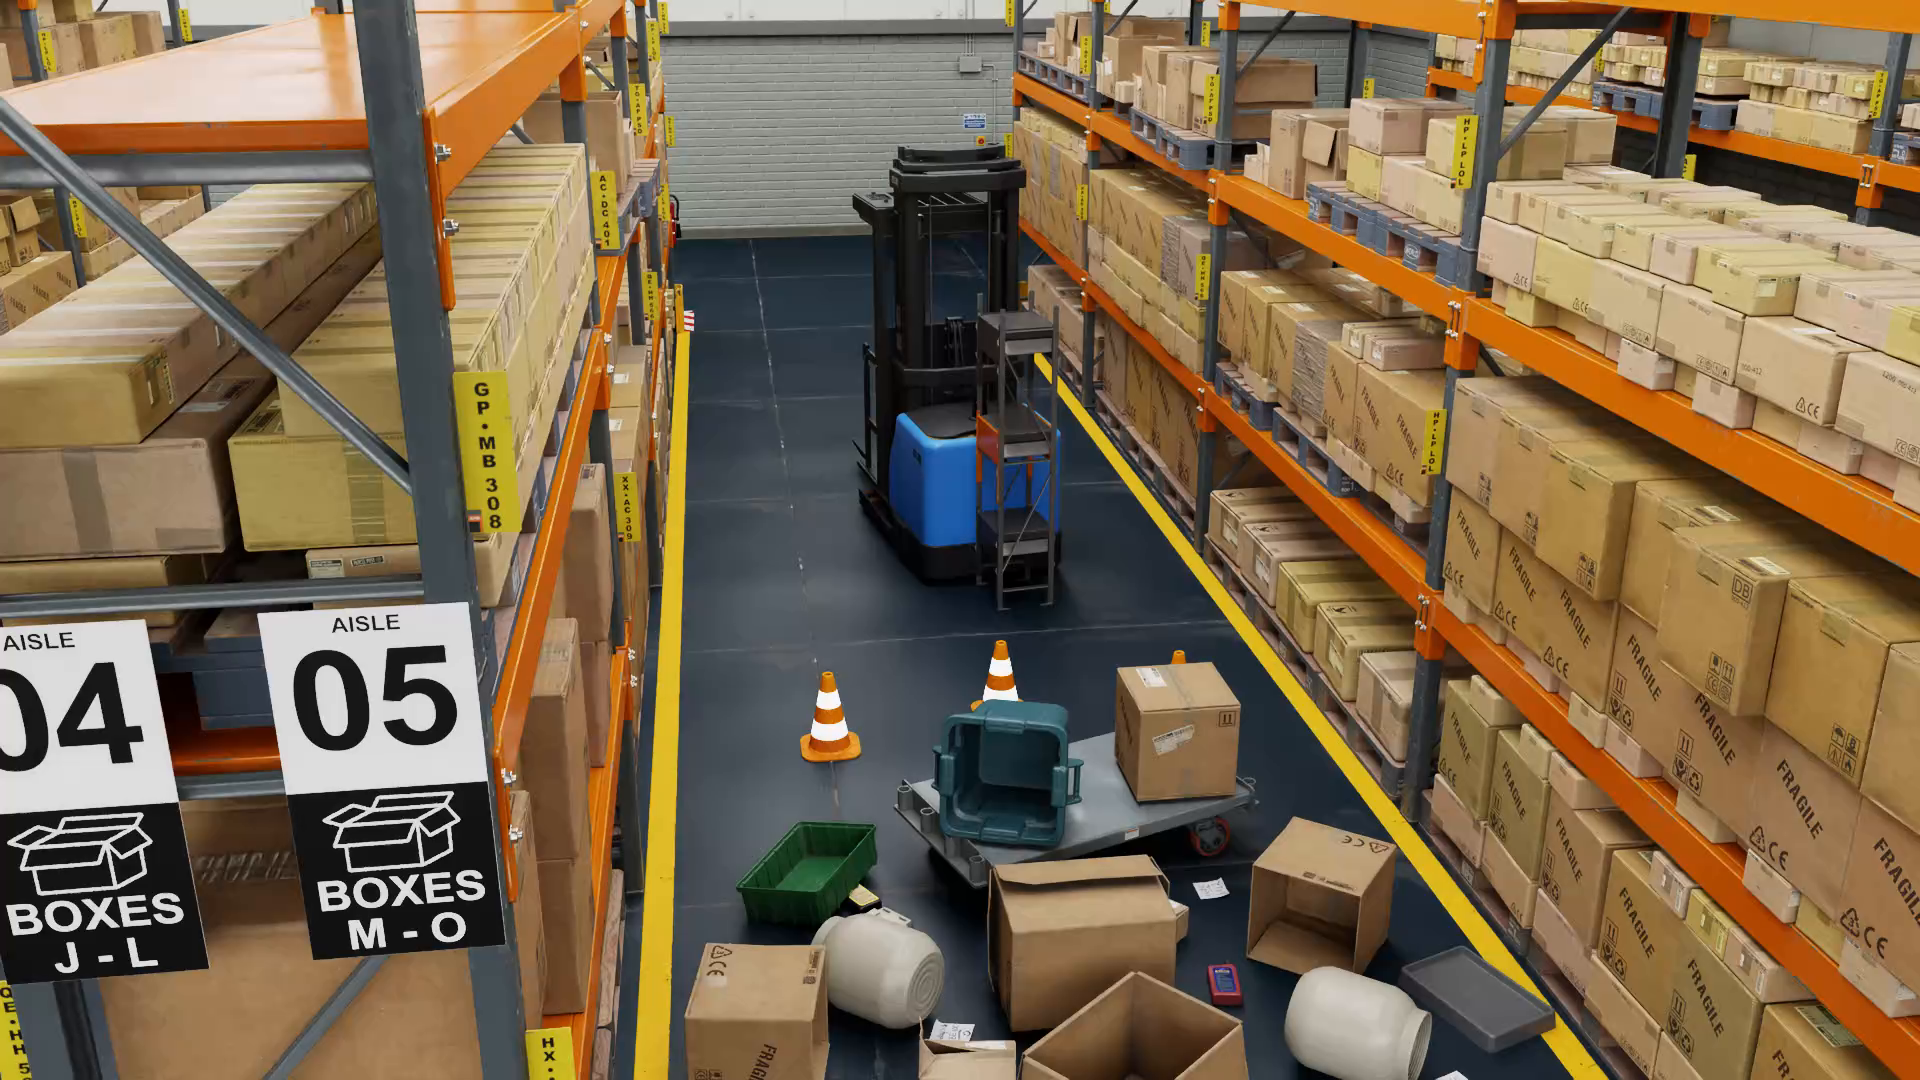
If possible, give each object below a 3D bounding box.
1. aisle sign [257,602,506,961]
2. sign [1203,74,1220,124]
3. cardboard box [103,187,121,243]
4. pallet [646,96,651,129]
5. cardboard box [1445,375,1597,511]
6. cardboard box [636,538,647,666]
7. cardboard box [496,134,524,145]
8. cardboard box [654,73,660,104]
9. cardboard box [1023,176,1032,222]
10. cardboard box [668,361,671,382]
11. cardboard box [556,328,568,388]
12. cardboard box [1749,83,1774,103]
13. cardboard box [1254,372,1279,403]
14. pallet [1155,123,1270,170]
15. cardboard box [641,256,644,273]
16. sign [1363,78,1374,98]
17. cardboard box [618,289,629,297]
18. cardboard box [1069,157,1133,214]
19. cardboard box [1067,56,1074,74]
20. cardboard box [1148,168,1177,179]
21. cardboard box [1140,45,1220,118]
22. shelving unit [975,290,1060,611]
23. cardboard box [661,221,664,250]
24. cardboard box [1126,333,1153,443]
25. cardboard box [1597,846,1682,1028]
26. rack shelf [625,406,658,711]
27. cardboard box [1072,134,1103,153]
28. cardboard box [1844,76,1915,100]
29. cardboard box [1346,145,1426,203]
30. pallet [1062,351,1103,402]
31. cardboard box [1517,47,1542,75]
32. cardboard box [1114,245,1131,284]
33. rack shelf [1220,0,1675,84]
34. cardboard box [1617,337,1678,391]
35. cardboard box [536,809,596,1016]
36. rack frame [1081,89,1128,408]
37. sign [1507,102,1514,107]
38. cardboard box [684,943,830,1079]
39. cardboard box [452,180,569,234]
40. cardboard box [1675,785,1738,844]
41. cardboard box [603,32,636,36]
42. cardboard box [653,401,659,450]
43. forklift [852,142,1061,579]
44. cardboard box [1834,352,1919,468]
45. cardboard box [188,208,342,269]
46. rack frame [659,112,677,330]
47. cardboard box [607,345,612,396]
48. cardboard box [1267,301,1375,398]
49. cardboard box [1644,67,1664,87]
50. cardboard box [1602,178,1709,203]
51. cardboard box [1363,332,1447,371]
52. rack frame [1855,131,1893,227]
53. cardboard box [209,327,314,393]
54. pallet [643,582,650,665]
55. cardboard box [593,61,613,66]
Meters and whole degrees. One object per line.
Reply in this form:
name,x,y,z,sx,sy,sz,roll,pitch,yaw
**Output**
aisle sign,-1.160,0.501,3.372,0.394,0.787,0.004,-3,21,-8
sign,1.713,-3.004,11.334,0.100,0.325,0.005,-3,21,-8
cardboard box,-7.999,-3.000,15.179,0.500,0.500,0.500,-3,21,-8
pallet,-3.213,-3.543,13.897,1.213,0.211,1.003,-3,21,-8
cardboard box,2.689,-0.451,7.640,0.700,0.500,0.500,-3,21,-8
cardboard box,-2.492,0.315,10.201,1.050,0.750,0.750,-3,21,-7
cardboard box,-2.587,-2.054,9.027,0.500,0.311,0.500,-3,21,-9
cardboard box,-3.139,-4.308,15.891,0.500,0.250,0.500,-2,21,-5
cardboard box,0.996,-3.807,18.480,0.500,0.500,0.500,-3,21,-9
cardboard box,-2.932,-1.587,15.728,0.380,0.149,0.250,-2,21,-5
cardboard box,-1.454,-0.568,5.279,0.380,0.149,0.250,-3,21,-8
cardboard box,6.726,-3.676,13.628,0.380,0.149,0.250,-2,21,-6
cardboard box,2.147,-1.009,10.890,0.380,0.149,0.250,-3,21,-7
pallet,2.118,-2.882,12.128,1.213,0.211,1.003,-2,21,-5
cardboard box,-2.828,-2.264,13.825,0.380,0.149,0.250,-4,21,-10
sign,2.801,-3.019,11.486,0.100,0.325,0.005,-3,21,-8
cardboard box,-2.537,-1.681,11.838,0.380,0.149,0.250,-3,21,-9
cardboard box,1.346,-3.395,15.946,0.500,0.500,0.500,-3,21,-8
cardboard box,1.240,-4.557,15.960,0.380,0.149,0.250,-2,21,-6
cardboard box,2.000,-3.103,15.165,0.500,0.500,0.500,-2,21,-6
cardboard box,1.722,-3.589,13.009,0.500,0.500,0.500,-3,21,-7
shelving unit,0.379,-0.600,11.320,0.431,2.100,0.503,-6,21,-16
cardboard box,-3.097,-2.987,15.857,0.500,0.500,0.500,-3,21,-8
cardboard box,1.993,-1.408,14.636,0.875,0.875,0.875,-2,21,-6
cardboard box,2.899,1.545,6.550,0.500,0.500,0.500,-3,21,-9
rack shelf,-2.332,-0.031,9.540,1.077,0.370,4.000,-3,21,-8
cardboard box,1.316,-3.910,16.398,0.380,0.149,0.250,-3,21,-8
cardboard box,6.832,-3.362,12.362,0.380,0.149,0.250,-2,21,-6
cardboard box,2.472,-2.039,9.214,0.500,0.250,0.500,-3,21,-7
pallet,1.655,-1.691,16.941,1.003,0.211,1.213,-3,21,-8
cardboard box,6.133,-4.968,17.231,0.500,0.250,0.500,-2,21,-7
cardboard box,1.621,-2.372,14.280,0.500,0.250,0.500,-3,21,-7
rack shelf,2.552,-2.938,9.322,1.077,0.370,4.000,-3,21,-8
cardboard box,2.741,-0.676,6.312,0.380,0.149,0.250,-3,21,-9
cardboard box,-1.623,1.124,5.206,0.875,0.550,0.550,-3,21,-8
rack frame,1.687,-2.730,15.738,1.000,3.000,0.127,-3,21,-8
sign,6.574,-5.078,19.918,0.100,0.325,0.005,-3,21,-8
cardboard box,-0.804,1.980,6.696,0.500,0.500,0.500,1,20,2
cardboard box,-1.529,-1.119,5.613,0.380,0.149,0.250,-3,21,-8
cardboard box,2.897,0.985,6.152,0.380,0.149,0.250,-3,21,-8
cardboard box,-3.148,-4.675,15.588,0.380,0.149,0.250,-4,21,-9
cardboard box,-2.553,-0.864,12.643,0.500,0.250,0.500,-3,21,-8
forklift,-0.178,-1.582,12.762,1.130,2.935,3.031,-6,21,-16
cardboard box,3.018,-0.388,4.970,0.500,0.250,0.500,-3,21,-8
cardboard box,-2.108,-0.910,5.055,0.380,0.149,0.250,-3,21,-8
rack frame,-3.774,-3.830,18.684,1.000,3.000,0.127,-3,21,-8
cardboard box,-2.415,-1.067,9.714,0.700,0.500,0.500,-3,21,-9
cardboard box,2.265,-1.197,10.465,0.500,0.500,0.500,-3,21,-7
cardboard box,6.336,-4.123,14.797,0.380,0.149,0.250,-3,21,-7
cardboard box,3.102,-1.522,7.437,0.380,0.149,0.250,-2,21,-7
cardboard box,2.438,-1.033,9.100,0.380,0.149,0.250,-4,21,-9
rack frame,7.175,-1.597,12.704,1.000,3.000,0.127,-3,21,-8
cardboard box,-1.885,-0.337,4.090,0.500,0.250,0.500,-3,21,-8
pallet,-2.581,0.523,11.015,1.003,0.211,1.213,-3,21,-8
cardboard box,-2.556,-3.290,11.713,0.396,0.266,0.258,-3,21,-8
